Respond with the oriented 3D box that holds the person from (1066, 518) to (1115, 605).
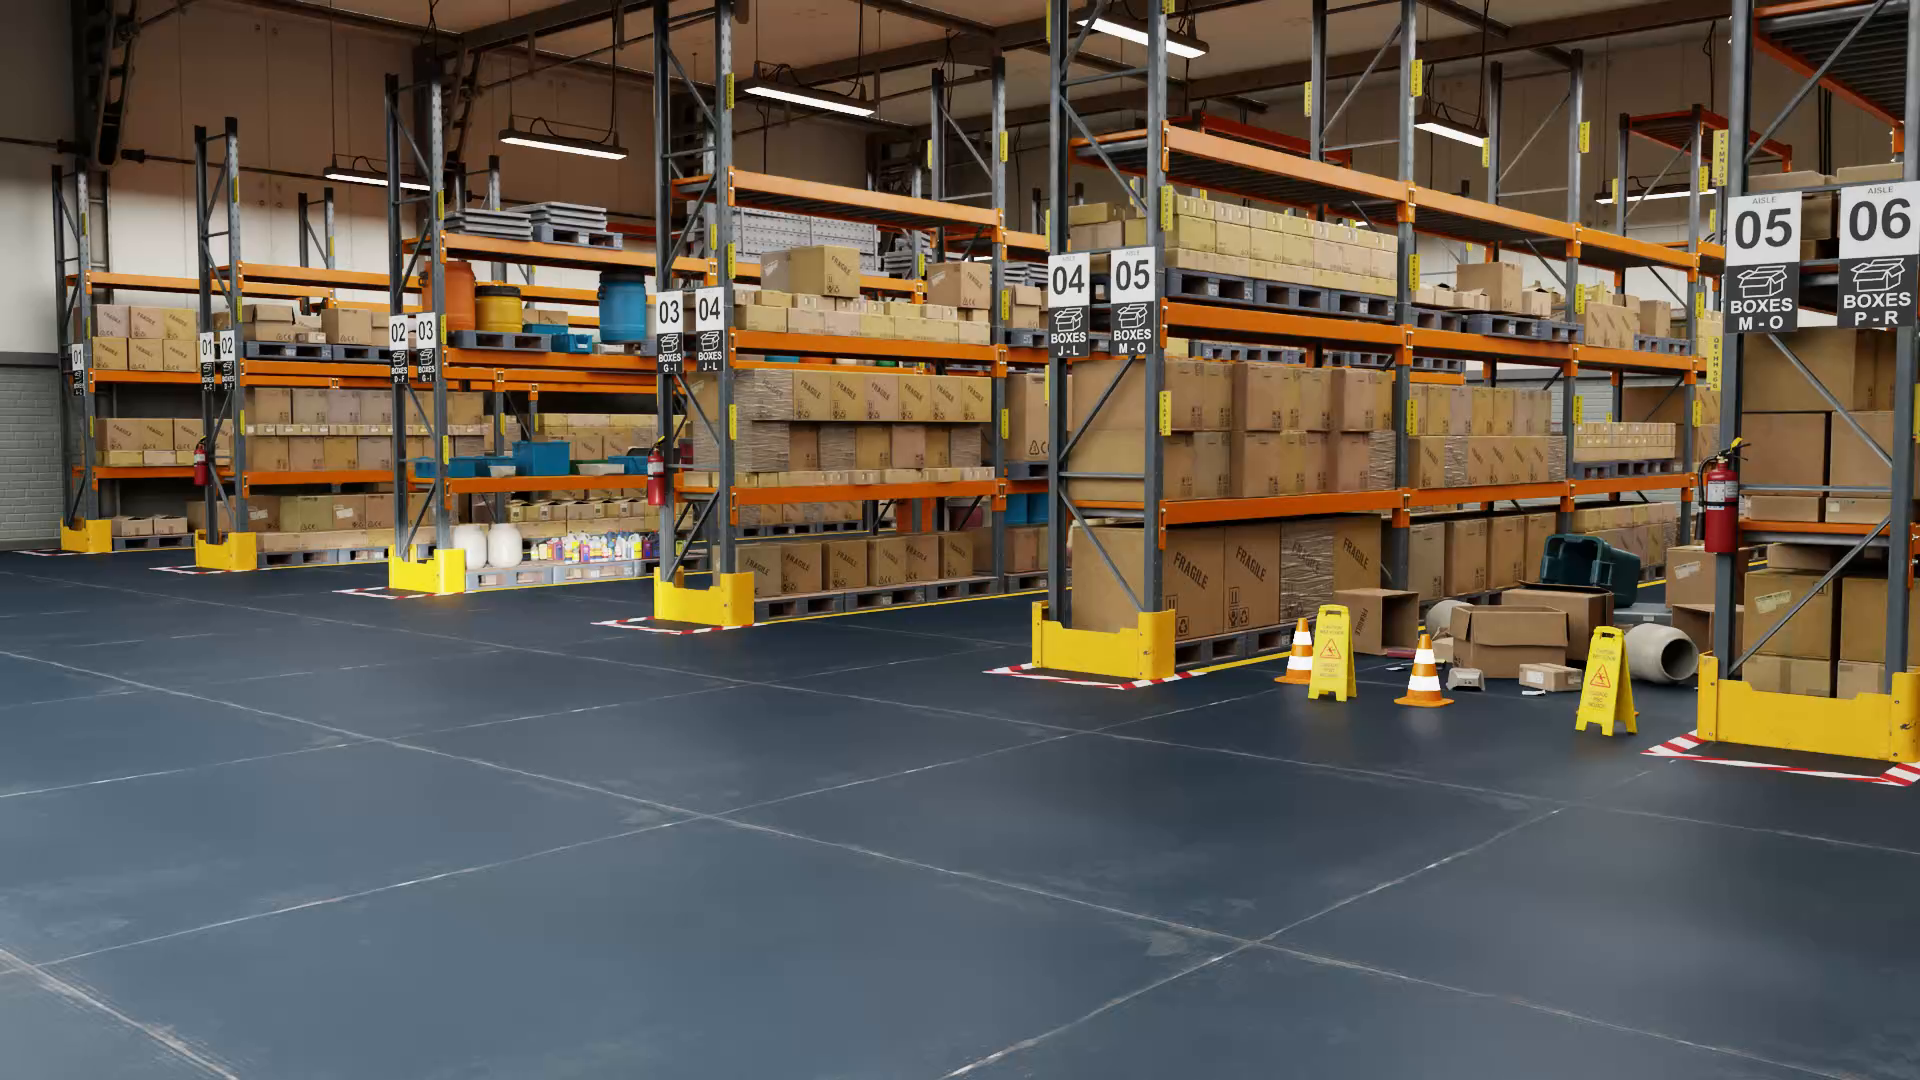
[{"bbox_3d":[1.337,0.117,17.011,0.511,1.250,0.704,3,5,41],"label":"person"}]
